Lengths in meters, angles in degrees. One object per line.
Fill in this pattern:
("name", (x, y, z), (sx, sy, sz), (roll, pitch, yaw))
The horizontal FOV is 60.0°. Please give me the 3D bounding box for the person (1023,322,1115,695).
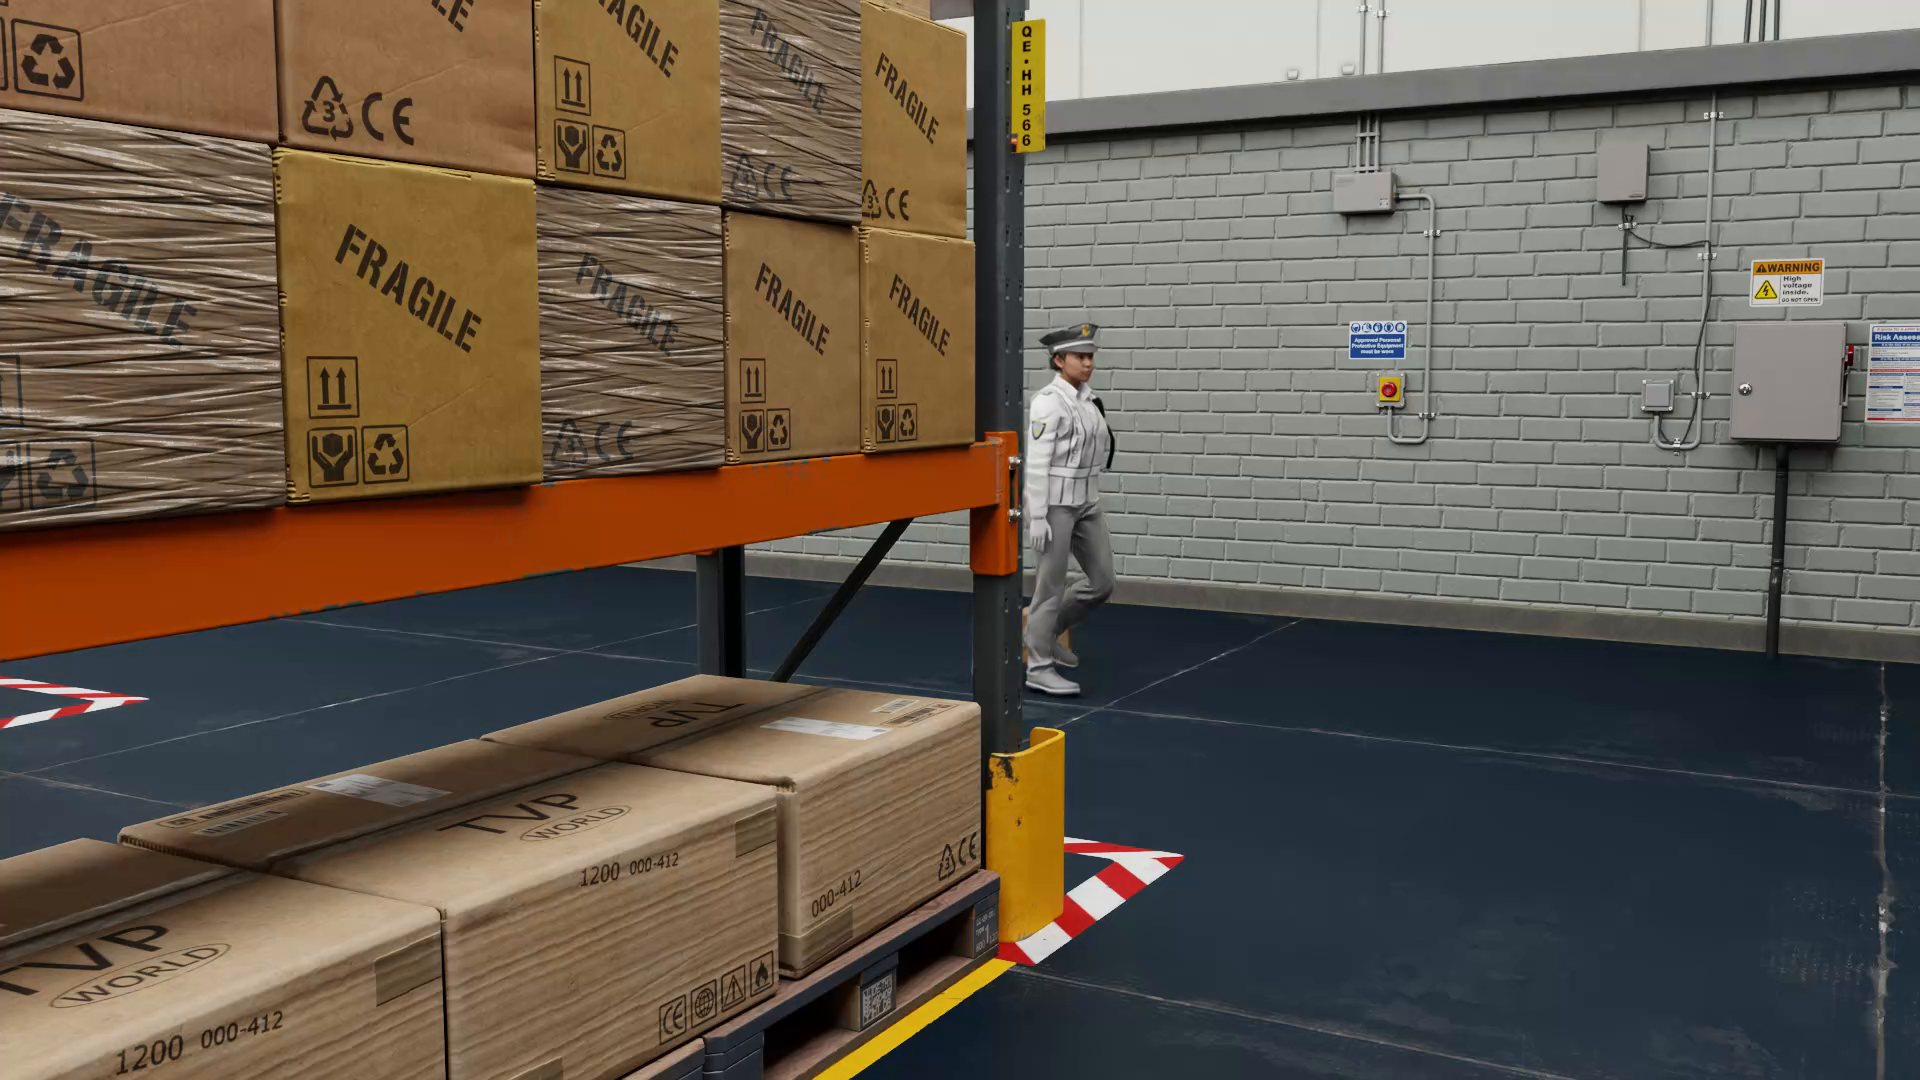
("person", (0.438, -0.137, 7.498), (0.456, 1.669, 0.526), (4, 7, 36))
